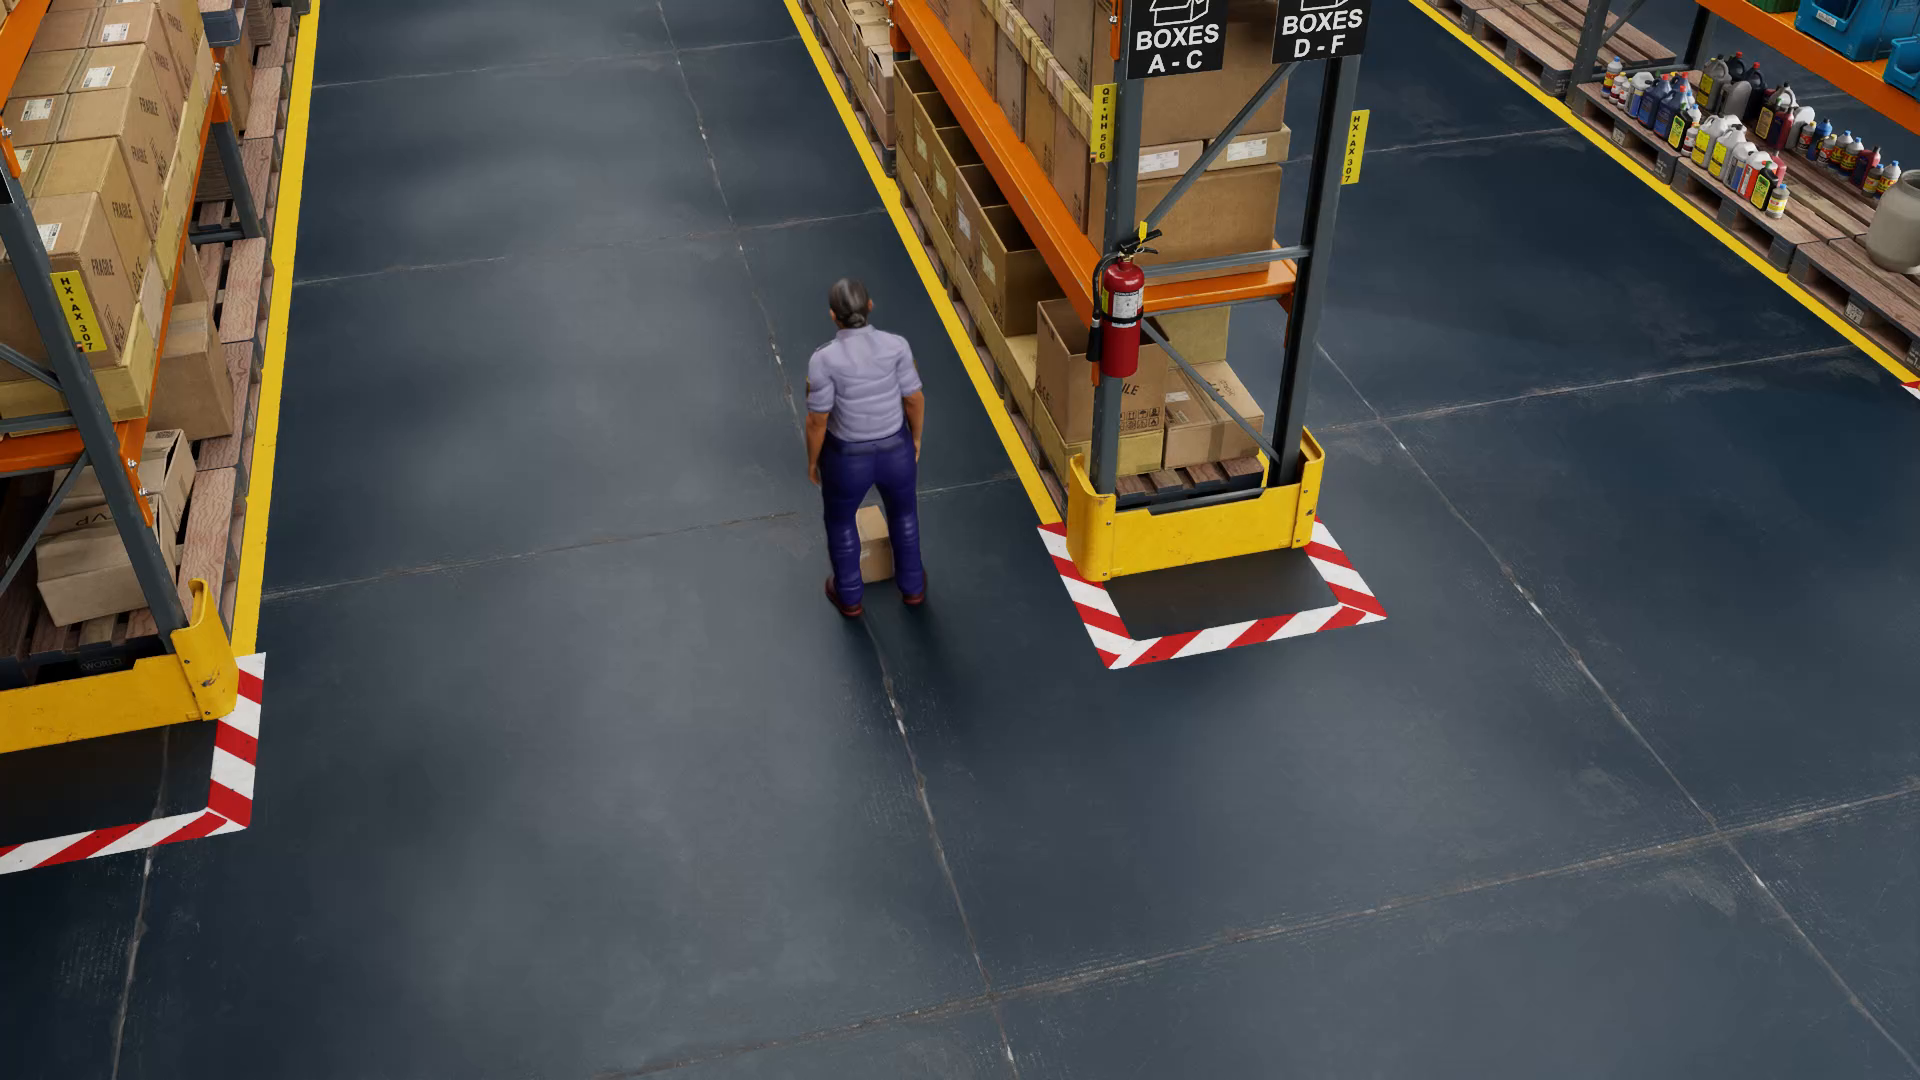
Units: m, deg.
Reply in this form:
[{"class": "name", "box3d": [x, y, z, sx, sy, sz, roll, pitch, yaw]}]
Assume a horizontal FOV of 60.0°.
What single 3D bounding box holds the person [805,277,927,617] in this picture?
[{"class": "person", "box3d": [-0.397, -0.376, 7.195, 0.555, 1.650, 0.376, -12, 40, -14]}]
